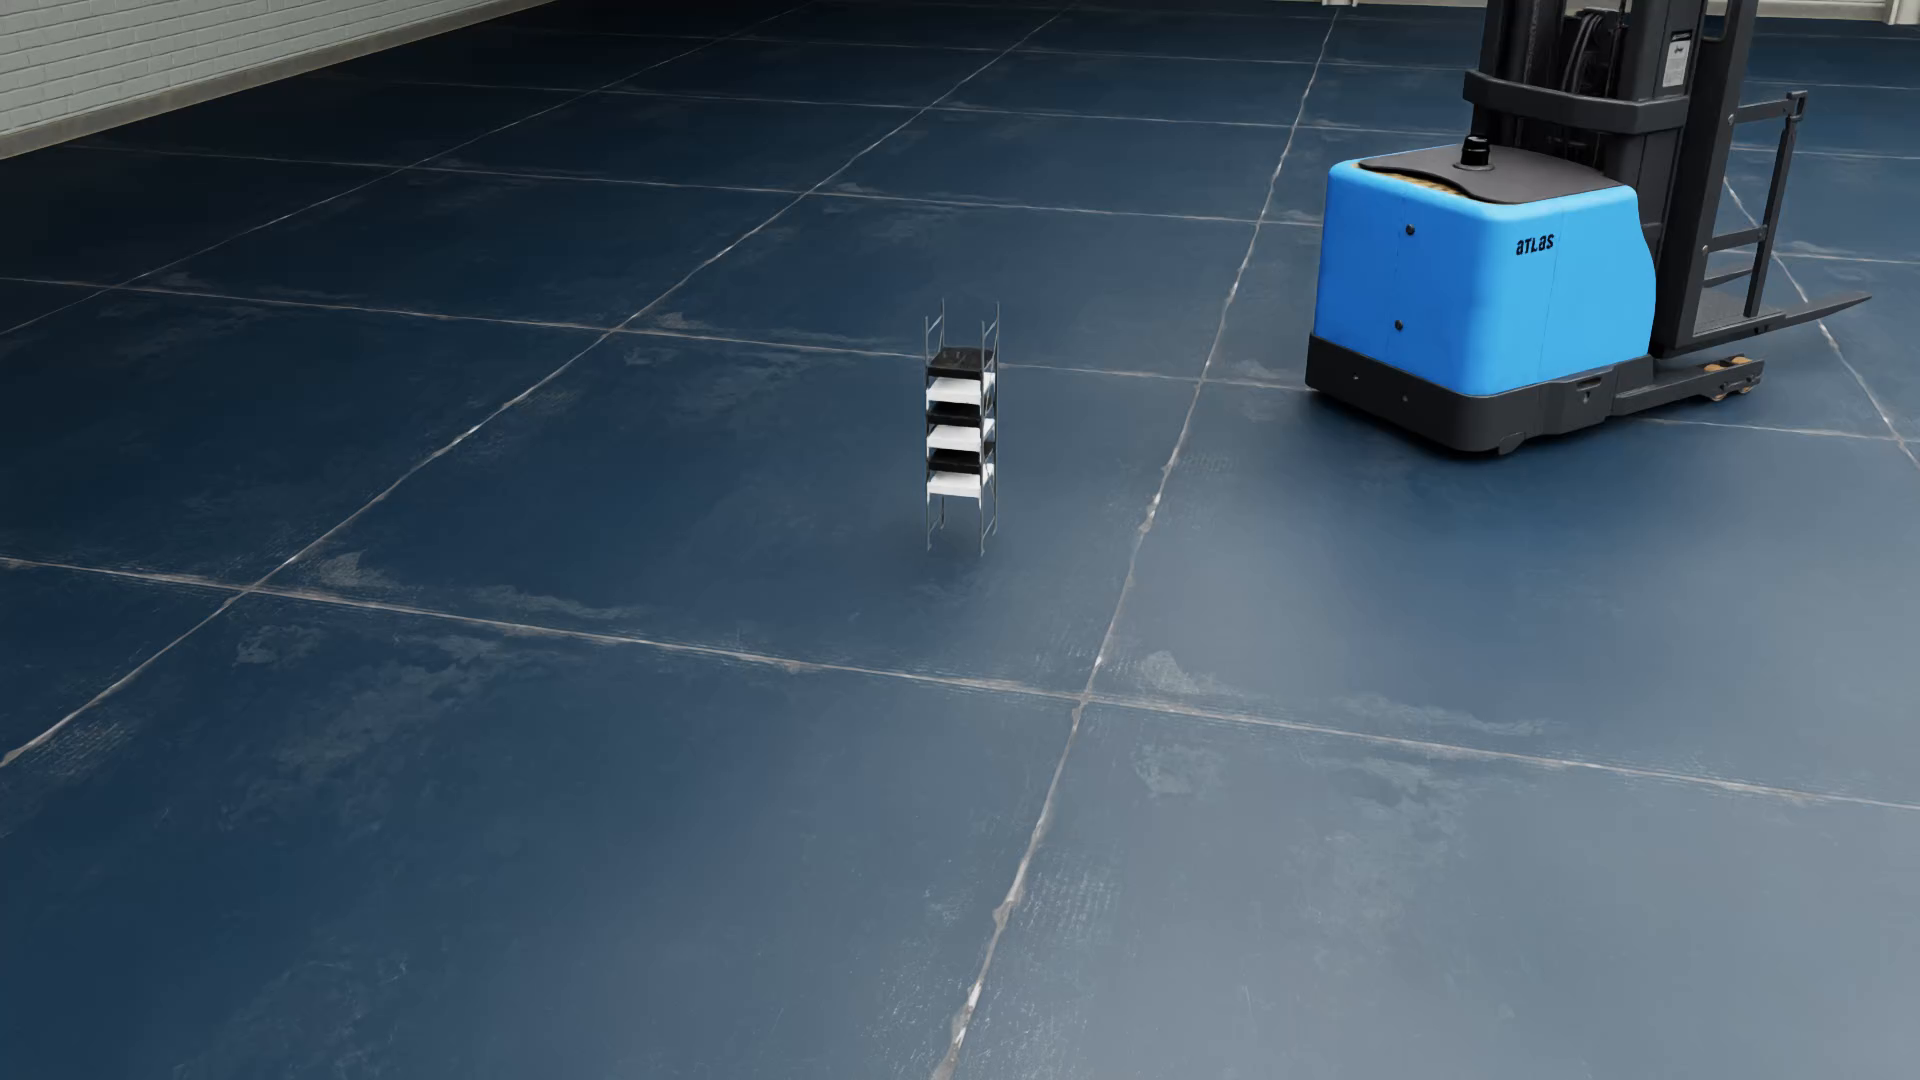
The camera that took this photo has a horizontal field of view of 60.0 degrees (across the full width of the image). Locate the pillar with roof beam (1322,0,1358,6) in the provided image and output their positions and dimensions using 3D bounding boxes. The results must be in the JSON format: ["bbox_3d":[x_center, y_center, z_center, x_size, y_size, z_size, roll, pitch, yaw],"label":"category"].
[{"bbox_3d":[3.348,-8.510,13.656,0.400,9.000,9.100,6,26,13],"label":"pillar with roof beam"}]

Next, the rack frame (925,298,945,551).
[{"bbox_3d":[-0.091,-0.416,6.078,0.006,0.900,0.240,6,26,13],"label":"rack frame"}]

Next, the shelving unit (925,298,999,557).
[{"bbox_3d":[0.008,-0.405,6.055,0.210,0.900,0.258,6,26,13],"label":"shelving unit"}]

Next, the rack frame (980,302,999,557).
[{"bbox_3d":[0.106,-0.395,6.032,0.006,0.900,0.240,6,26,13],"label":"rack frame"}]

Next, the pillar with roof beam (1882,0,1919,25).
[{"bbox_3d":[9.159,-7.868,12.307,0.400,9.000,9.100,6,26,13],"label":"pillar with roof beam"}]

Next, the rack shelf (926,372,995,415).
[{"bbox_3d":[0.008,-0.538,5.992,0.200,0.077,0.258,6,26,13],"label":"rack shelf"}]

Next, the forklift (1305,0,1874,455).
[{"bbox_3d":[3.102,-2.134,7.323,3.031,2.935,1.130,-15,29,-28],"label":"forklift"}]

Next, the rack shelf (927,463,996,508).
[{"bbox_3d":[0.008,-0.213,6.146,0.200,0.077,0.258,6,26,13],"label":"rack shelf"}]

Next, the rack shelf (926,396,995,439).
[{"bbox_3d":[0.008,-0.457,6.030,0.200,0.077,0.258,6,26,13],"label":"rack shelf"}]

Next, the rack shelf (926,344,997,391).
[{"bbox_3d":[0.008,-0.619,5.953,0.200,0.077,0.258,6,26,13],"label":"rack shelf"}]

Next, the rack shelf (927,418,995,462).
[{"bbox_3d":[0.008,-0.375,6.069,0.200,0.077,0.258,6,26,13],"label":"rack shelf"}]

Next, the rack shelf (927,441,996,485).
[{"bbox_3d":[0.008,-0.294,6.108,0.200,0.077,0.258,6,26,13],"label":"rack shelf"}]
